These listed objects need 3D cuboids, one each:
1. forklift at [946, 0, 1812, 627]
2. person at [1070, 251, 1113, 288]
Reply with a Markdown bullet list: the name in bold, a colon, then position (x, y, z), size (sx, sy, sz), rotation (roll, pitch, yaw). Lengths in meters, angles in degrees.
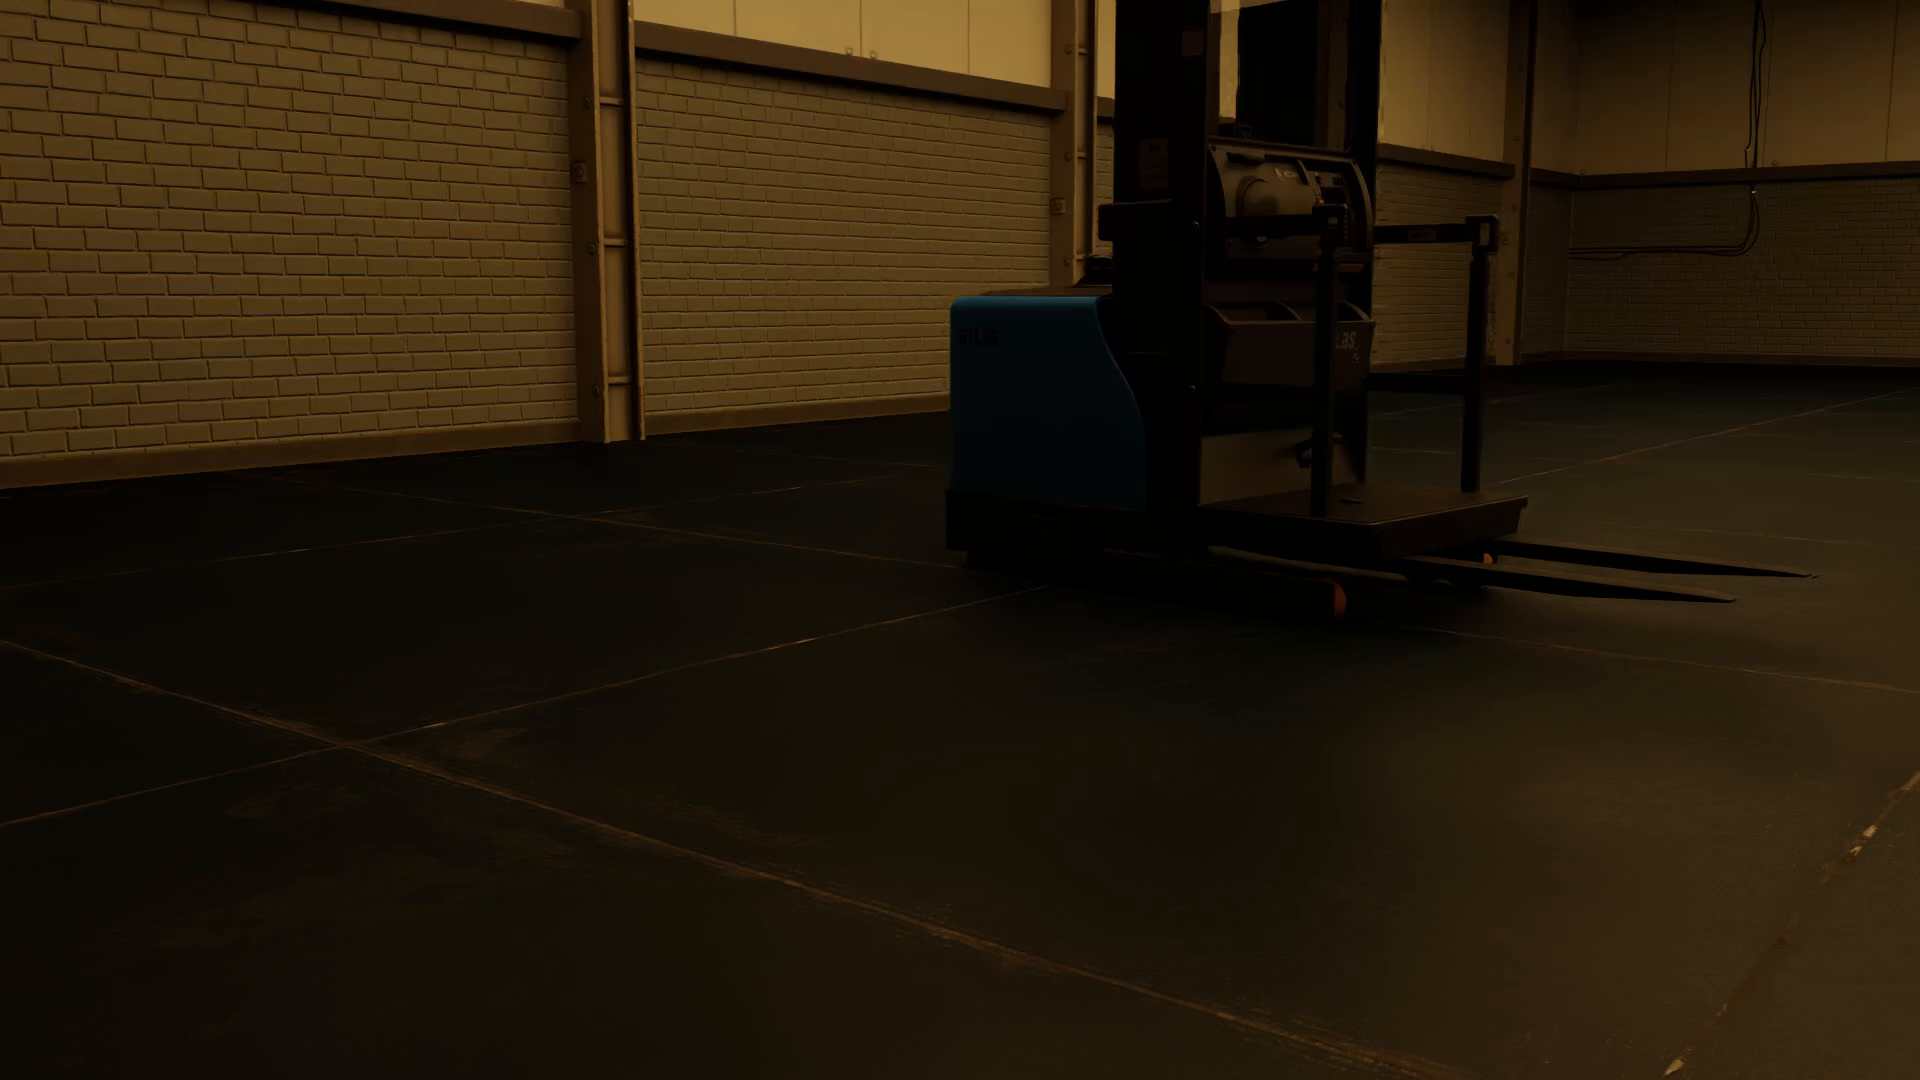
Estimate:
- **forklift**: position (1.341, -1.248, 5.808), size (1.130, 2.935, 3.031), rotation (-8, 12, -44)
- **person**: position (1.078, -0.935, 8.667), size (1.144, 1.739, 0.602), rotation (-4, 9, -27)
